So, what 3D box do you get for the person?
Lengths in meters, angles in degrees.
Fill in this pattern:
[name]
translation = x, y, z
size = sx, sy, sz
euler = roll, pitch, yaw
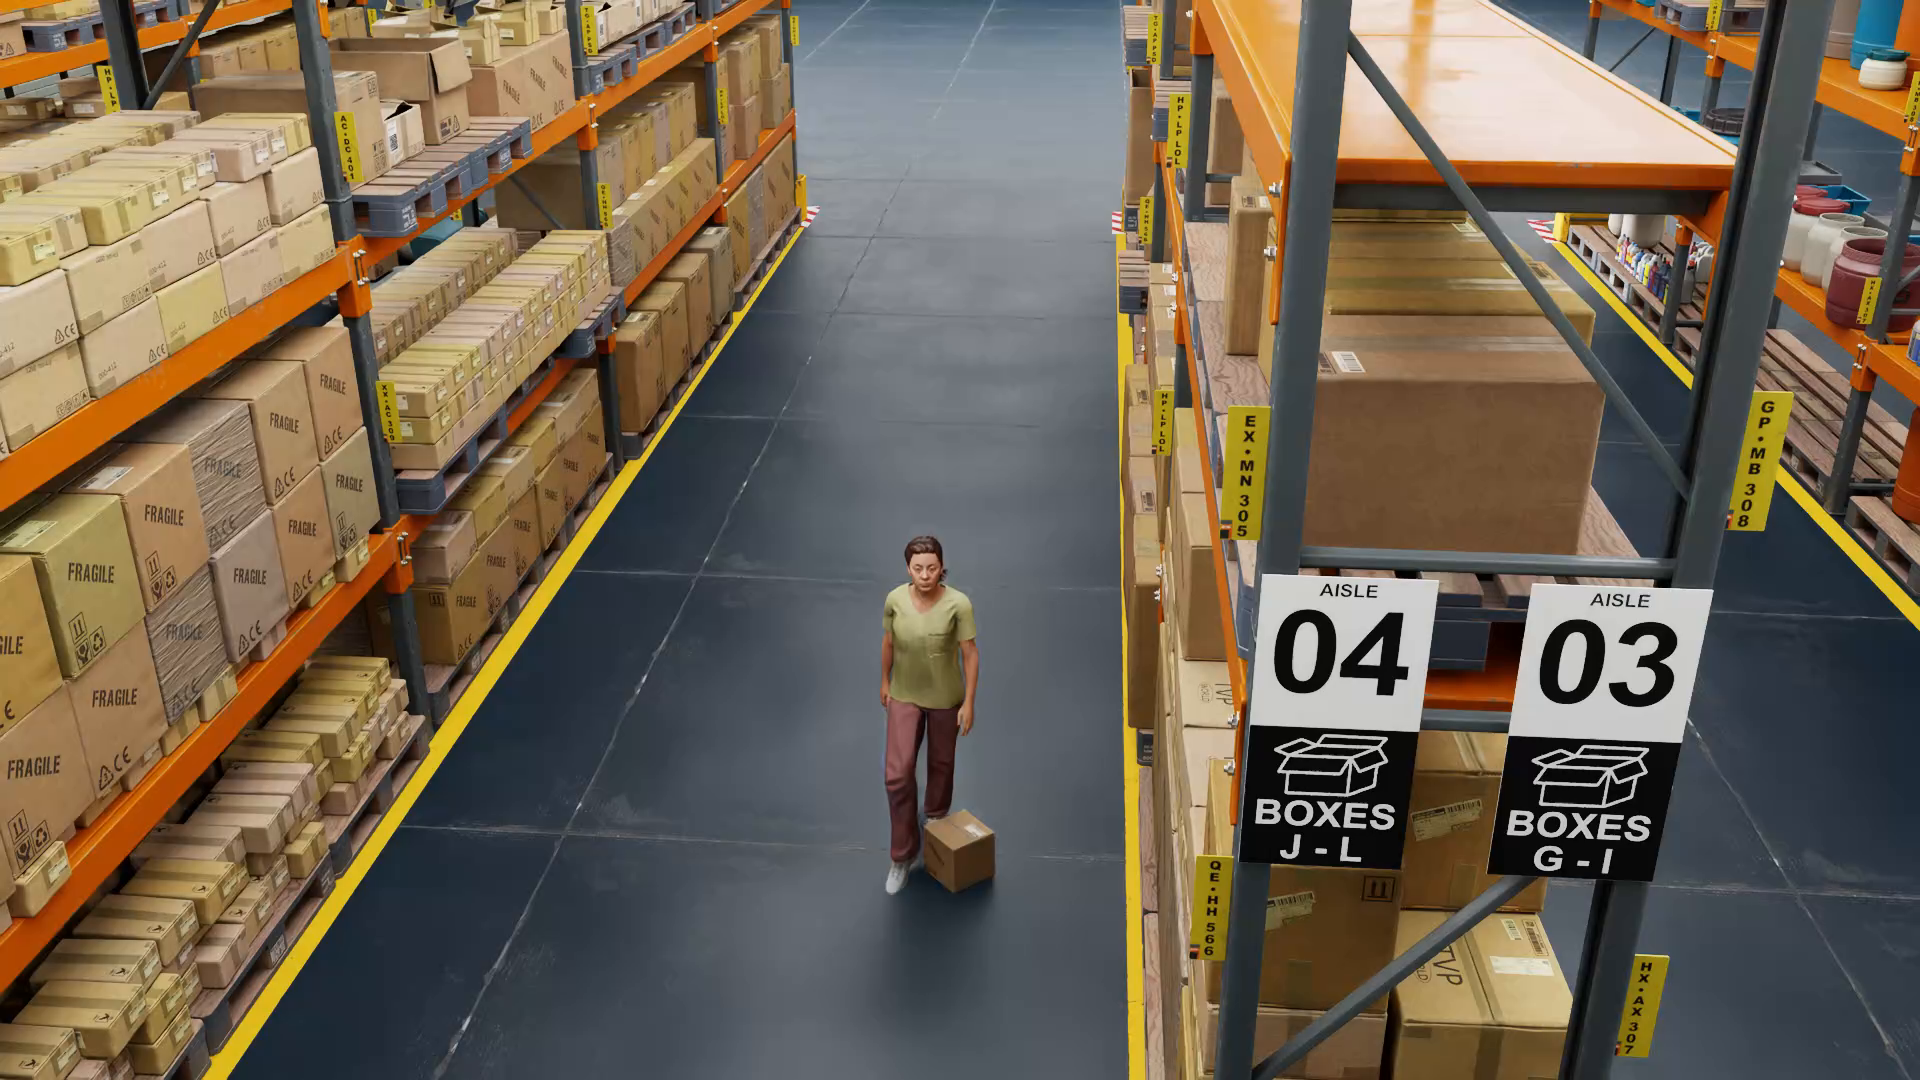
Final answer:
[person]
translation = -0.159, 0.811, 7.887
size = 0.490, 1.693, 0.693
euler = 2, 25, 4
